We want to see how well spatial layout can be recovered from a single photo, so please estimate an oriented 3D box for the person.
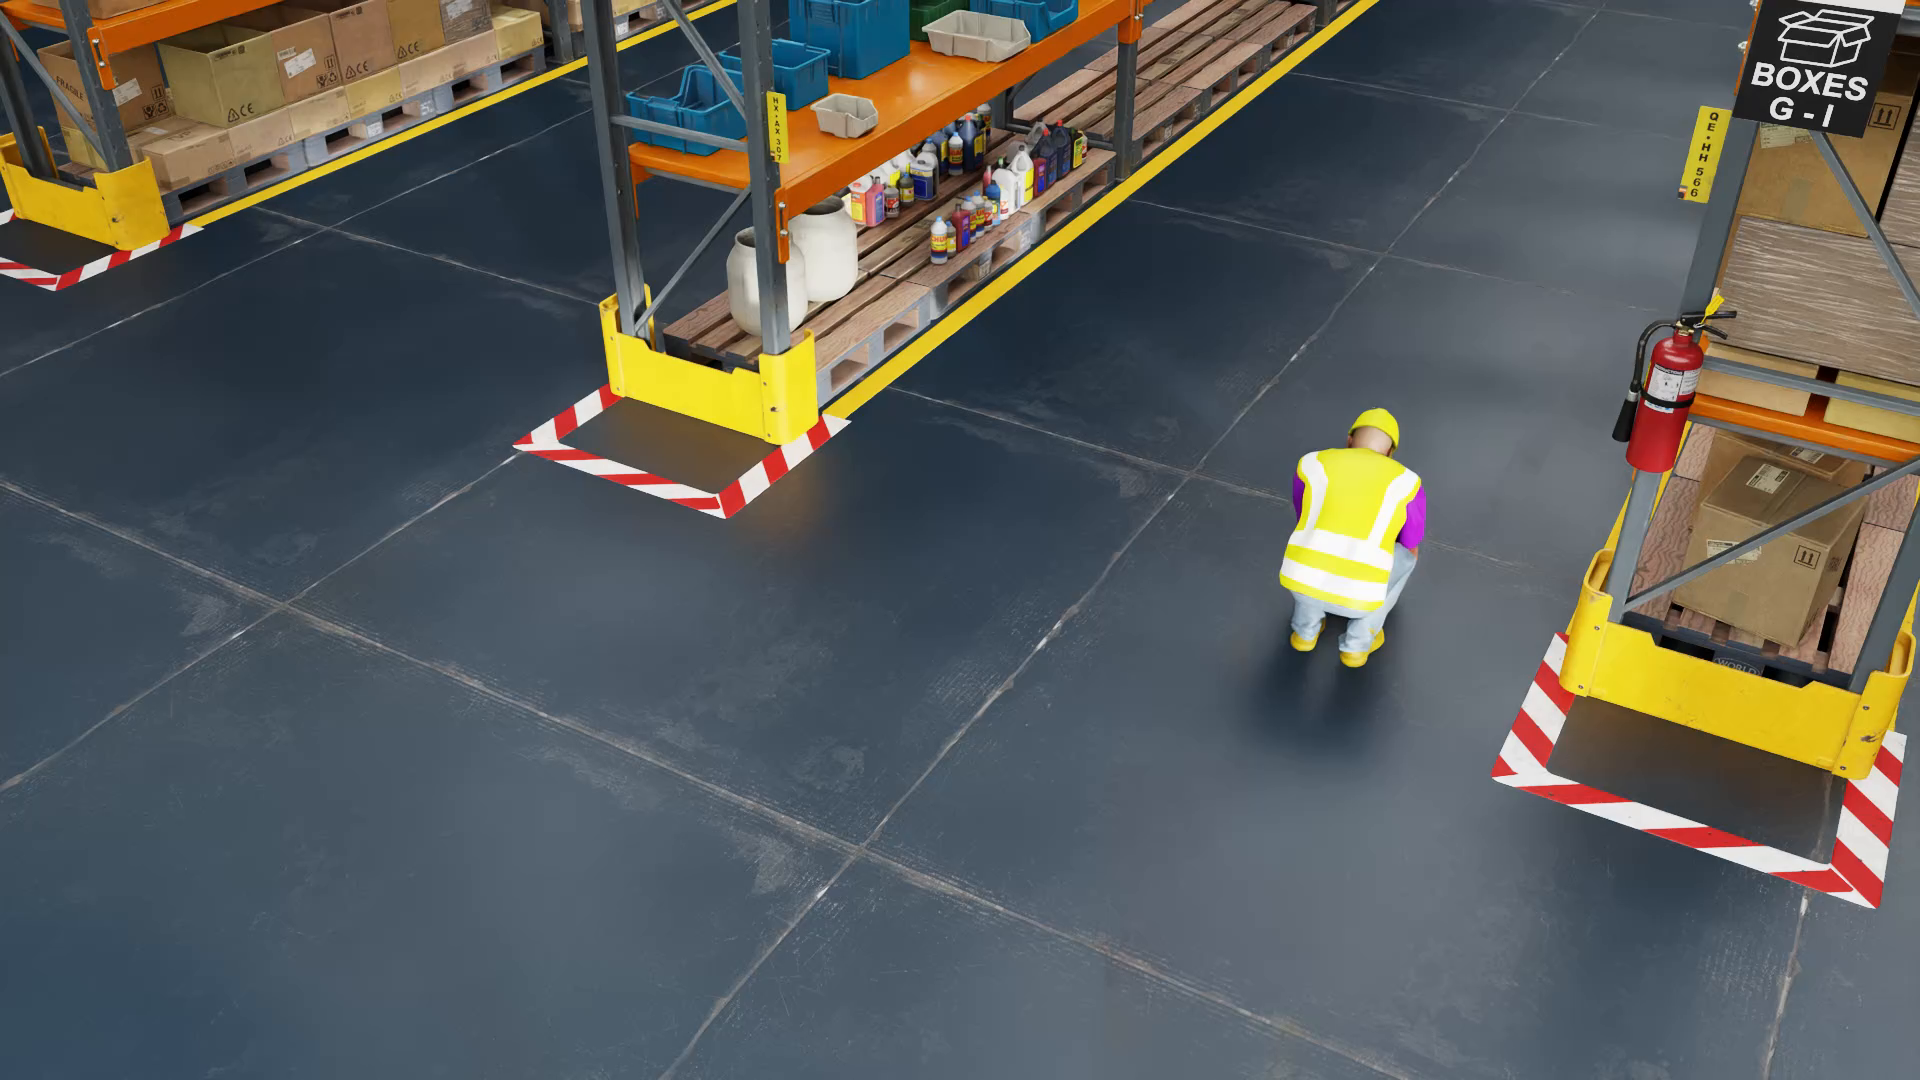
[{"bbox_3d":[1.599,0.002,6.903,0.560,0.896,0.893,18,38,24],"label":"person"}]
